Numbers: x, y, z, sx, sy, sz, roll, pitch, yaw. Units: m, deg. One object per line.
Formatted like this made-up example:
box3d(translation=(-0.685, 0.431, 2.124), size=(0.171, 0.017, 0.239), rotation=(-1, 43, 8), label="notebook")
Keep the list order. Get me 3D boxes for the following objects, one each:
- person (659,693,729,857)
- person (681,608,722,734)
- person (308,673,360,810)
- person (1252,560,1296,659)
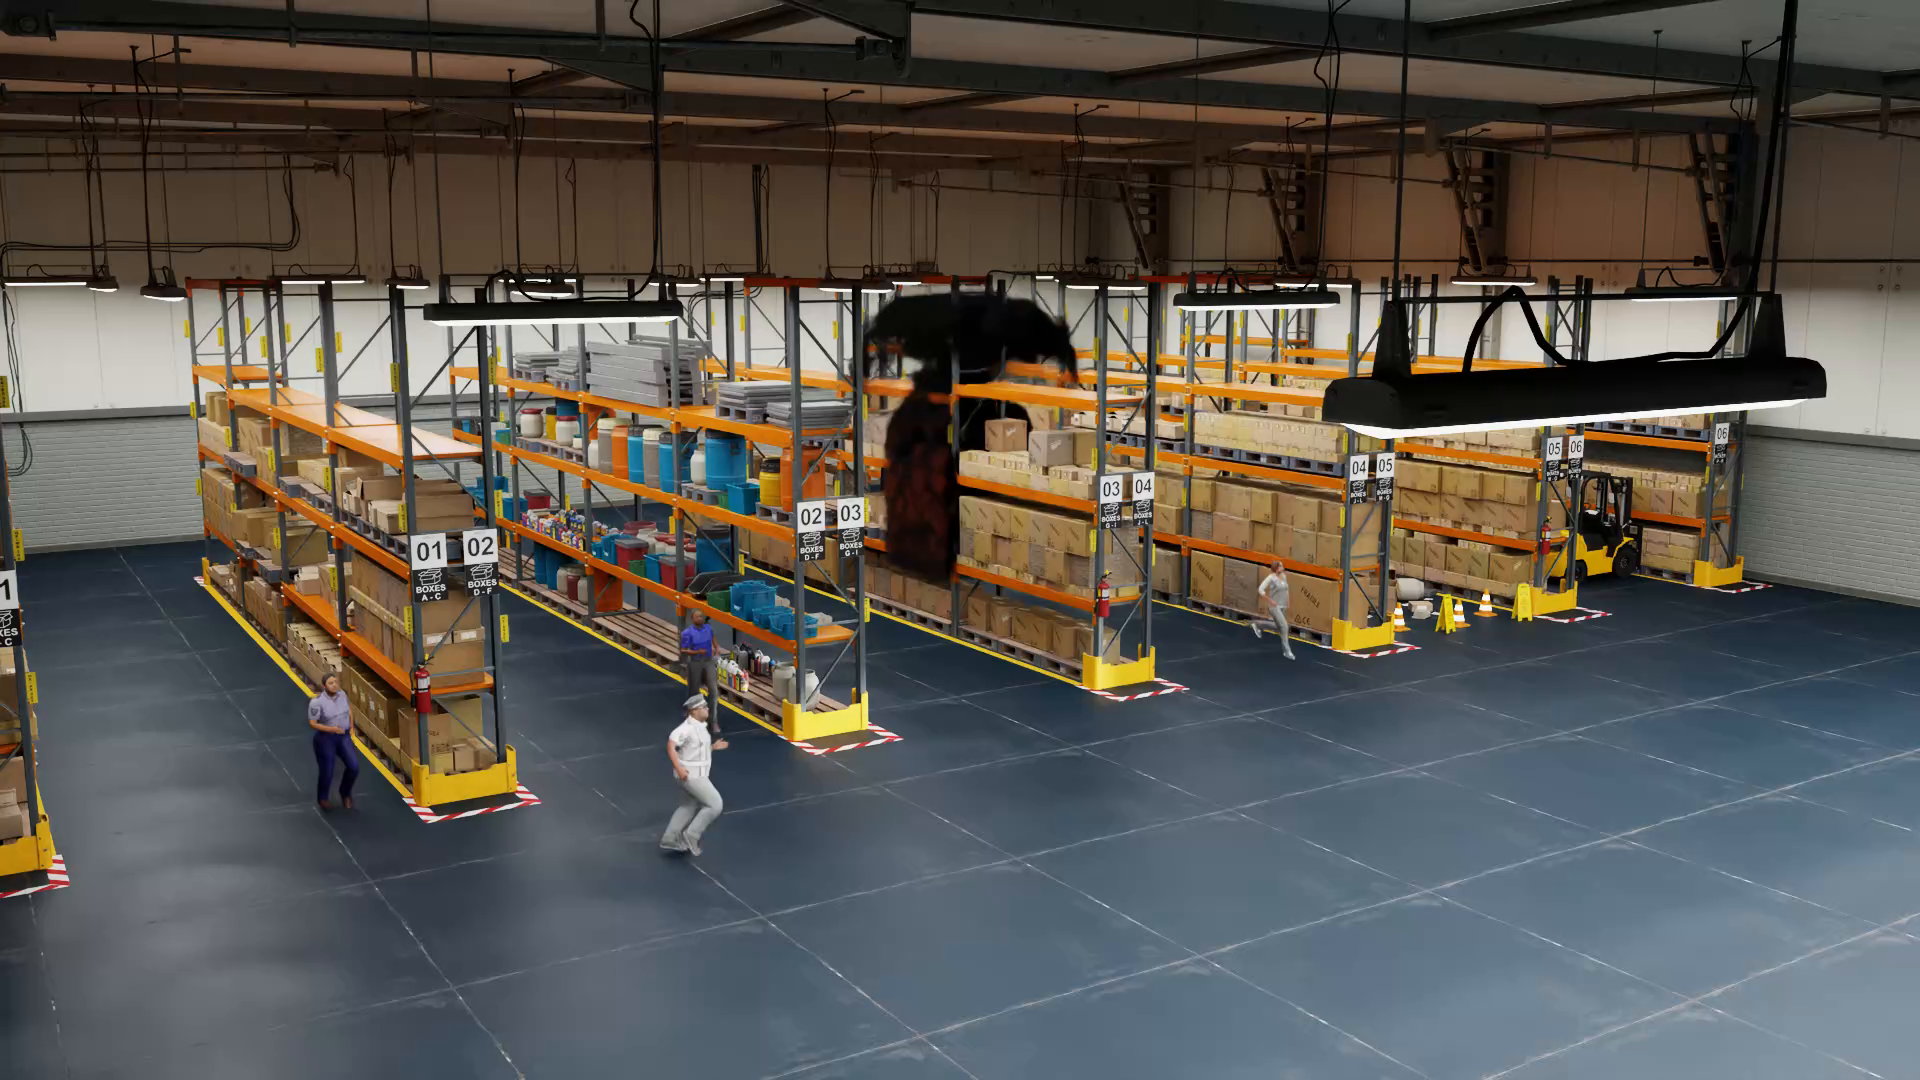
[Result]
box3d(translation=(-2.852, 2.516, 17.819), size=(0.753, 1.782, 0.645), rotation=(-1, 10, -5), label="person")
box3d(translation=(-3.524, 1.765, 22.676), size=(0.583, 1.665, 0.877), rotation=(-5, 11, -28), label="person")
box3d(translation=(-7.216, 2.349, 19.226), size=(0.672, 1.676, 0.623), rotation=(8, 13, 40), label="person")
box3d(translation=(5.093, 1.094, 26.932), size=(0.520, 1.578, 0.917), rotation=(-9, 13, -43), label="person")
